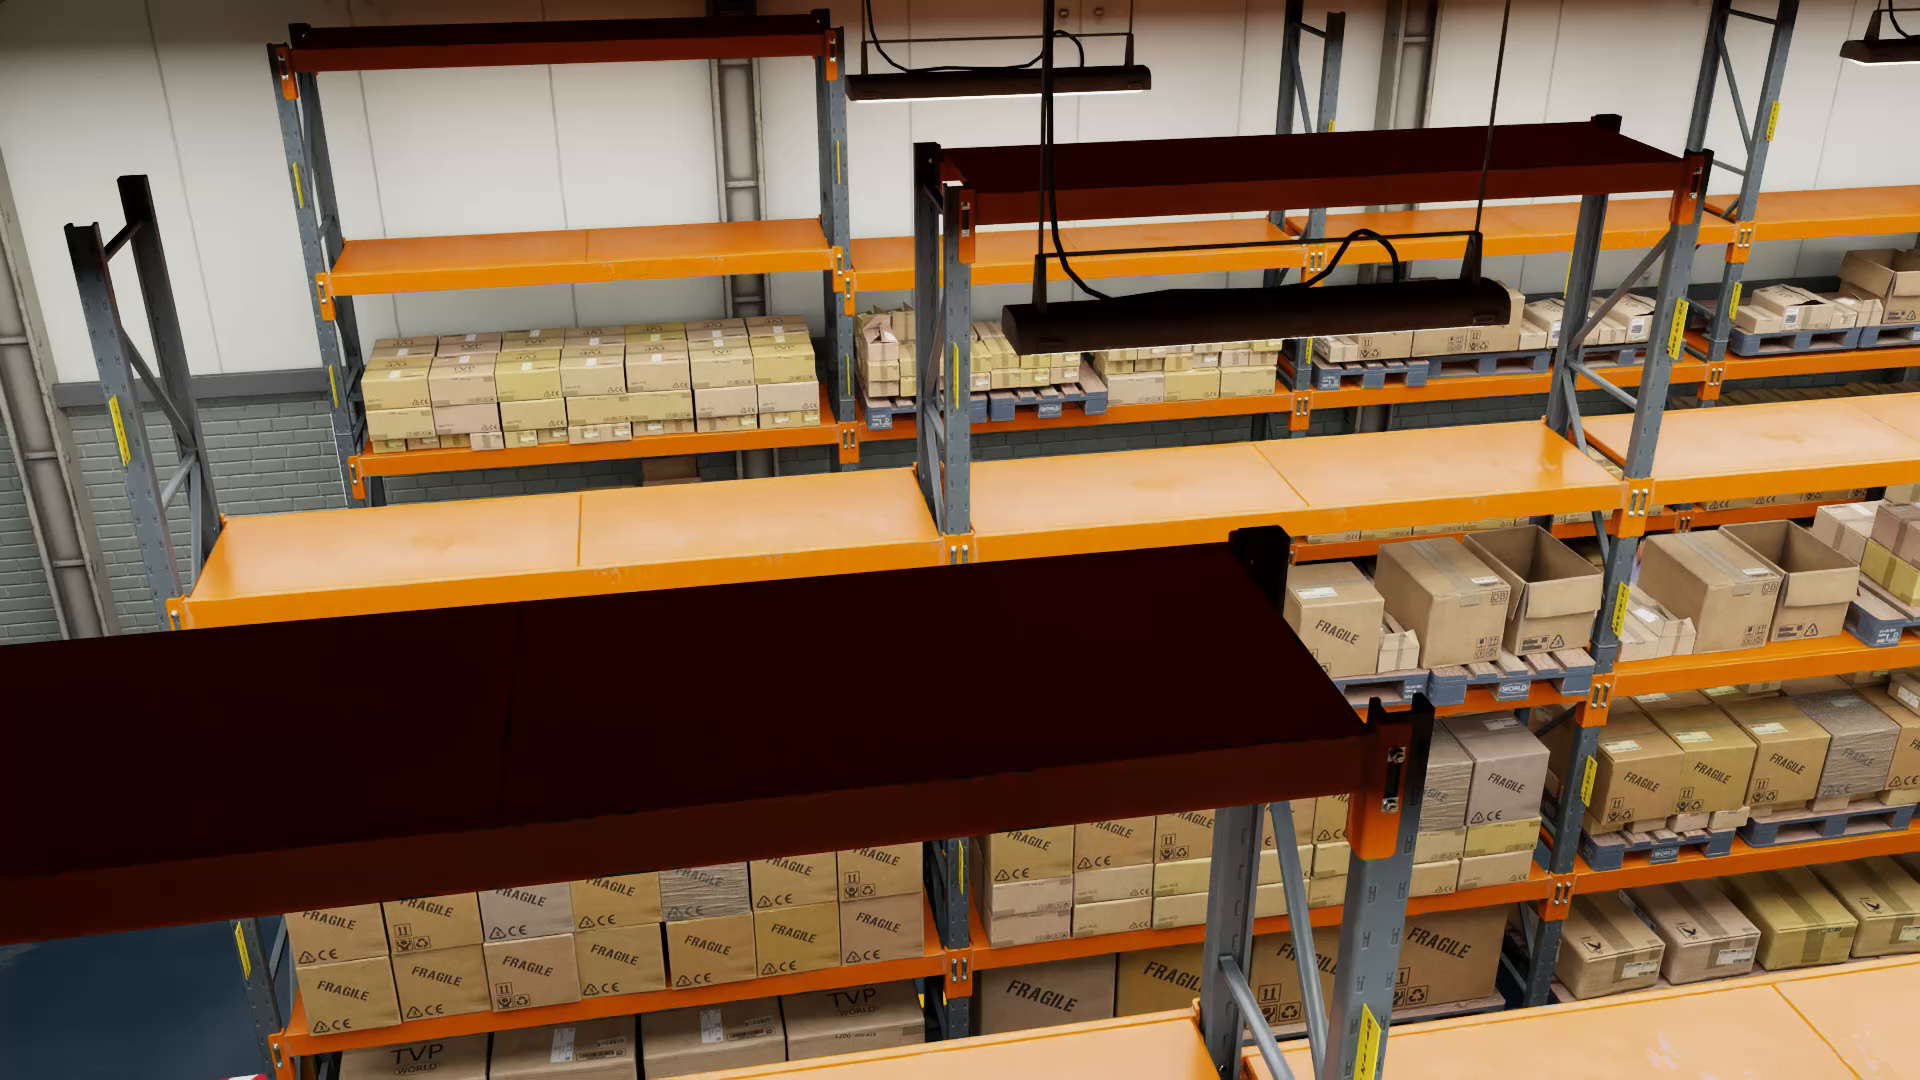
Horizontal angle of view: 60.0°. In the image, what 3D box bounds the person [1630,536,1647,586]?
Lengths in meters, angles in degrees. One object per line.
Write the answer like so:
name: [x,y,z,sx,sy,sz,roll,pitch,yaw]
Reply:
person: [6.160,0.718,14.991,0.626,1.686,0.506,-10,28,-21]
